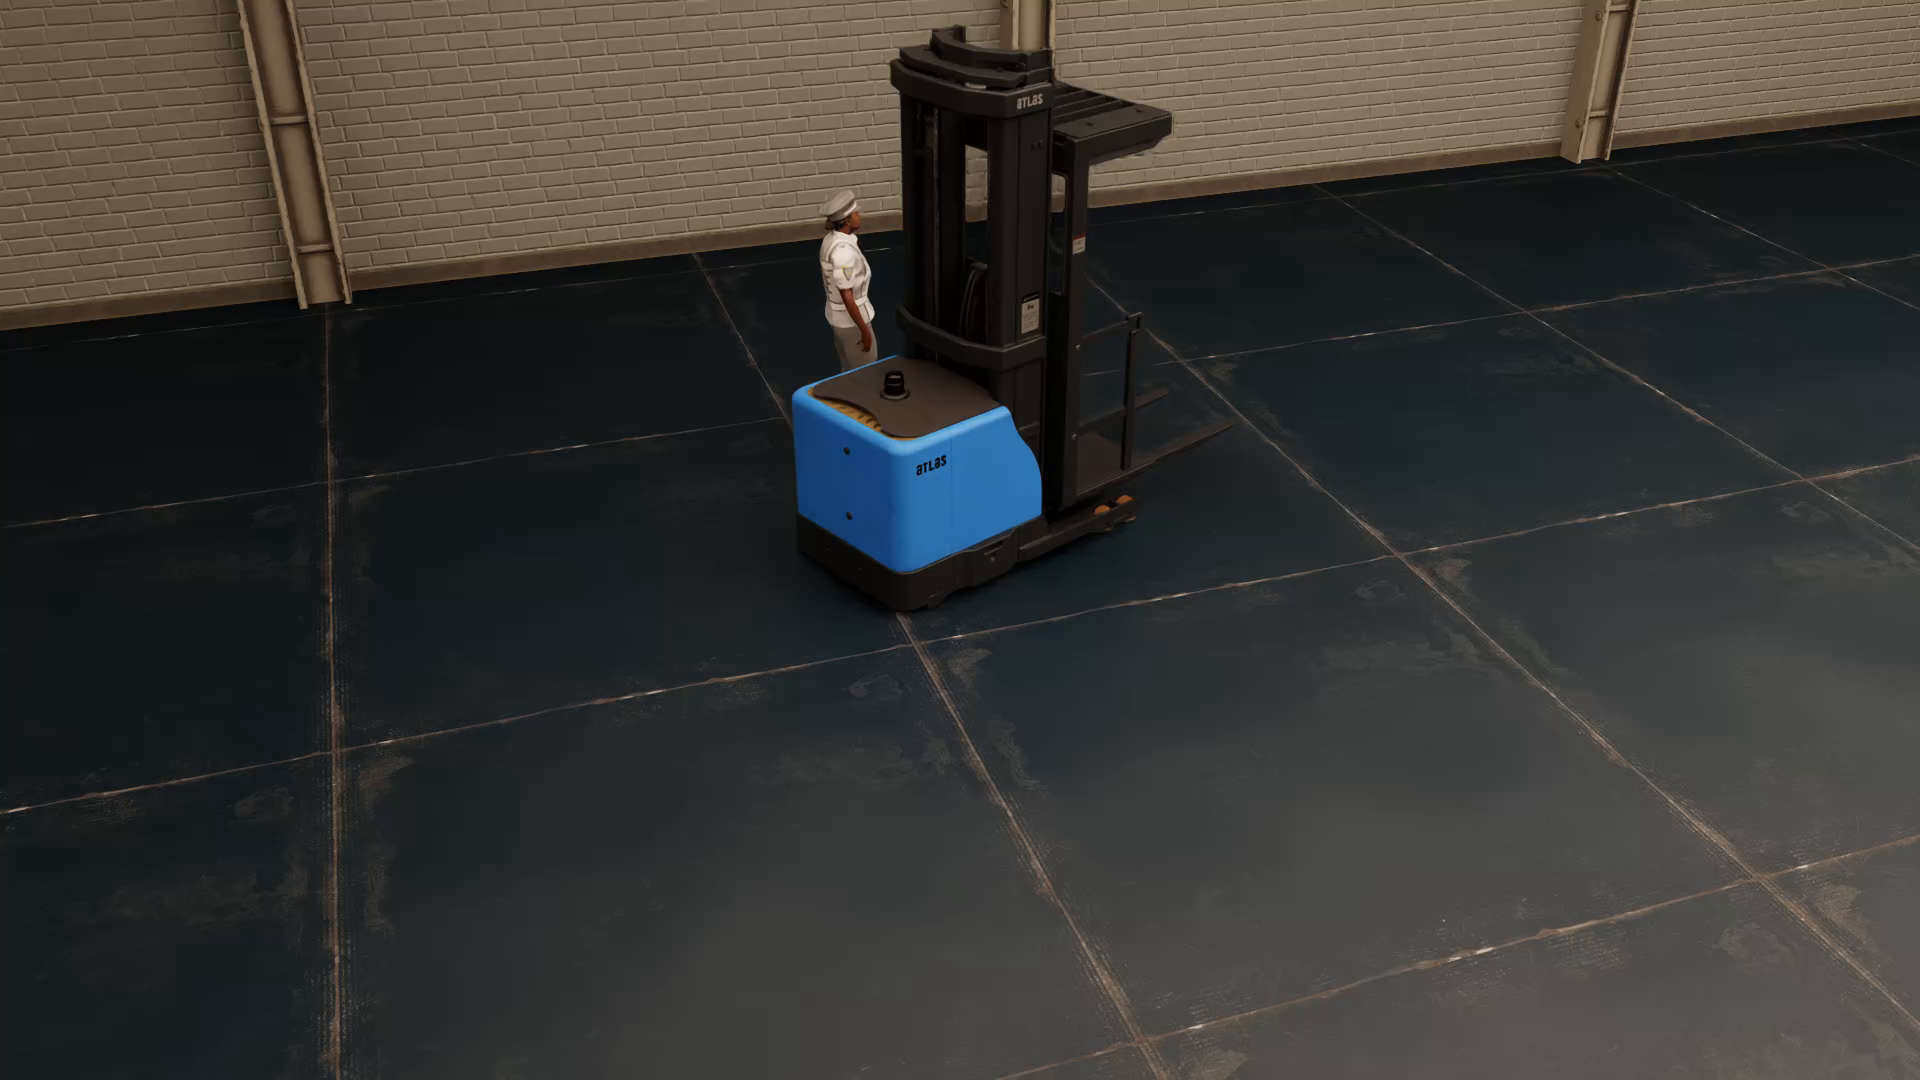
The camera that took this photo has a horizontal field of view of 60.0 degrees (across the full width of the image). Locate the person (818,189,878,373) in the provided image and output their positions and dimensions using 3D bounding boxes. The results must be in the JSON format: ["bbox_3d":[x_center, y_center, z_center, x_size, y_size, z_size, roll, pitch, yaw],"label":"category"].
[{"bbox_3d":[-0.639,-1.437,10.818,0.508,1.697,0.566,-8,31,-13],"label":"person"}]

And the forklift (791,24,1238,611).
[{"bbox_3d":[0.475,-1.488,9.673,3.031,2.935,1.130,-24,37,-35],"label":"forklift"}]
